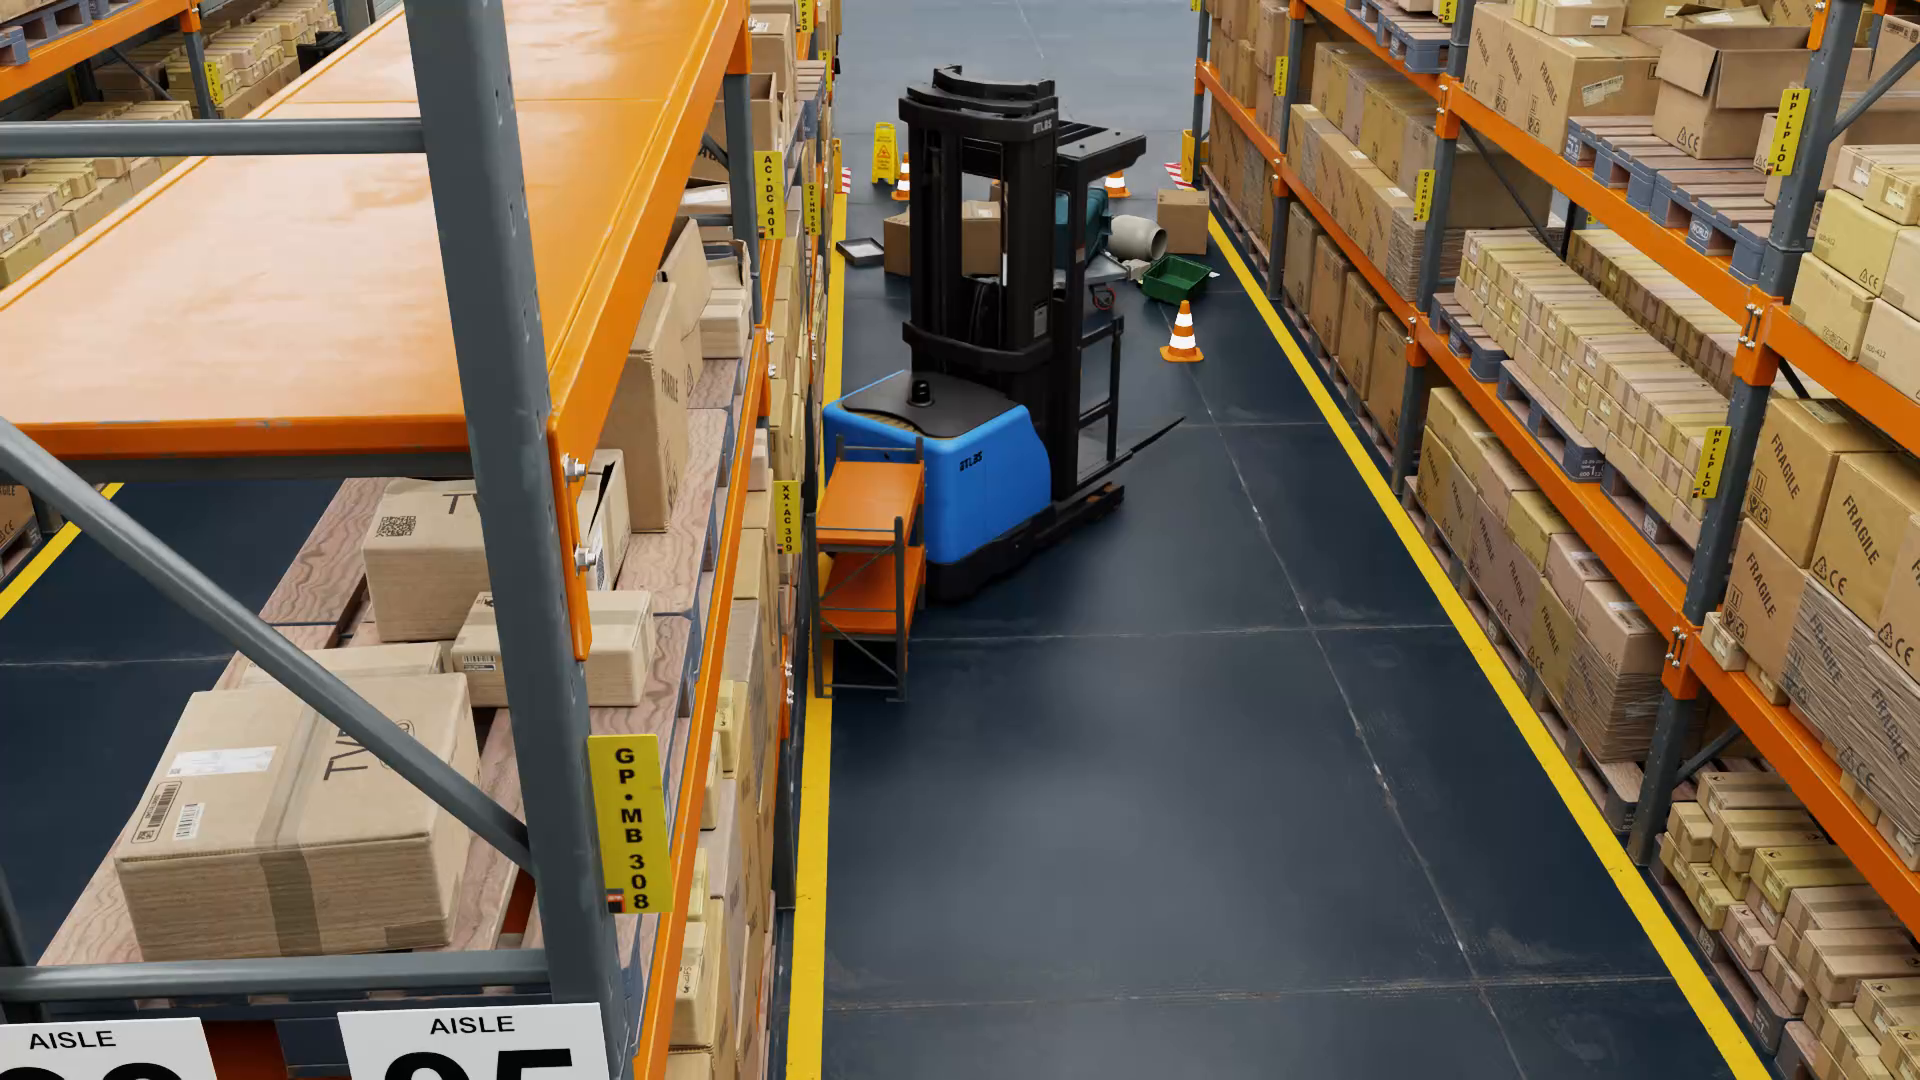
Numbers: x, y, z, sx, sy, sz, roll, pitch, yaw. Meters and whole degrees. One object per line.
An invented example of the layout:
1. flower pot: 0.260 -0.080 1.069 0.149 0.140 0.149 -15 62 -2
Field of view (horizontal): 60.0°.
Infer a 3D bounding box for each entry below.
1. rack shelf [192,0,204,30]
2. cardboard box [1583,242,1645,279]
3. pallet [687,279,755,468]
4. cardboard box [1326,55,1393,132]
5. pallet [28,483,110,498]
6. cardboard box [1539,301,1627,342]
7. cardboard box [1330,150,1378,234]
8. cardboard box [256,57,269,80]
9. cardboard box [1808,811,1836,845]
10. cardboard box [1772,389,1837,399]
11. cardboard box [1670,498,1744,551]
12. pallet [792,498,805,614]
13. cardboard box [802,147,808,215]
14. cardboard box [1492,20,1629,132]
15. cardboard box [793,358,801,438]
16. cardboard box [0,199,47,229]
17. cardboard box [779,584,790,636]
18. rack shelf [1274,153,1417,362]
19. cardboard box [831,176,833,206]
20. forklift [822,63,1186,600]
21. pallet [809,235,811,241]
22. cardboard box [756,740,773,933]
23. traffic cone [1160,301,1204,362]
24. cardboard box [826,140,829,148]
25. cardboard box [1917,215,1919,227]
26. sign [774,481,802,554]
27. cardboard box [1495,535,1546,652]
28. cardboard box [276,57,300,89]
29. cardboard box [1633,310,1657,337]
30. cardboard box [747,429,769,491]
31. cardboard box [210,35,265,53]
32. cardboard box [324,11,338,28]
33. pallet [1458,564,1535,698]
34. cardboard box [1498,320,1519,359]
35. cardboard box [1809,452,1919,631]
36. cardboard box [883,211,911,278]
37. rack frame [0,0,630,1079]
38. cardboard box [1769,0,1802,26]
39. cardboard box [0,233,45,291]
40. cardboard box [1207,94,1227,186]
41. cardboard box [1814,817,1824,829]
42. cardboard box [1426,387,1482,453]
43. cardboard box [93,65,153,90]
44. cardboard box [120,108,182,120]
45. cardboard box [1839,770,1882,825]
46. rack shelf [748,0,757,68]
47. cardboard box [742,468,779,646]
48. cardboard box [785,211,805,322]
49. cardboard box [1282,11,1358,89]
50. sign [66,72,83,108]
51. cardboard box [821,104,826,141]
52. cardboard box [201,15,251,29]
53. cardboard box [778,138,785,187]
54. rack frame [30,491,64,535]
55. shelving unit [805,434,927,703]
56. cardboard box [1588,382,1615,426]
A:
1. rack shelf: -6.730 -5.165 15.005 1.077 0.370 4.000 -1 28 -3
2. cardboard box: 3.972 -1.678 9.960 0.380 0.149 0.250 -2 28 -3
3. pallet: -1.219 -0.570 5.513 1.003 0.211 1.213 -1 28 -3
4. cardboard box: 3.330 -3.539 13.164 0.700 0.500 0.500 -2 28 -3
5. pallet: -6.421 -0.528 11.596 1.003 0.211 1.213 -1 28 -3
6. cardboard box: 3.379 -1.184 9.013 0.380 0.149 0.250 -1 28 -1
7. cardboard box: 3.105 -2.614 12.473 0.500 0.500 0.500 -1 28 -2
8. cardboard box: -6.387 -4.192 14.796 0.380 0.149 0.250 -2 28 -3
9. cardboard box: 4.021 1.260 7.459 0.380 0.149 0.250 -1 28 -2
10. cardboard box: 4.094 -0.602 7.897 0.380 0.149 0.250 -1 28 -2
11. cardboard box: 3.468 -0.077 7.533 0.380 0.149 0.250 -2 28 -4
12. pallet: -1.494 0.098 10.396 1.003 0.211 1.213 -1 28 -3
13. cardboard box: -1.287 -2.321 11.134 0.500 0.500 0.500 0 28 0
14. cardboard box: 3.275 -2.544 9.095 0.500 0.500 0.500 -1 28 -3
15. cardboard box: -1.076 -0.730 8.589 0.500 0.250 0.500 -2 28 -4
16. cardboard box: -6.194 -2.110 10.805 0.380 0.149 0.250 -1 28 -1
17. cardboard box: -1.011 0.200 7.348 0.500 0.250 0.500 -2 28 -4
18. rack shelf: 3.373 -2.275 12.709 1.077 0.370 4.000 -1 28 -3
19. cardboard box: -1.548 -3.560 16.913 0.500 0.250 0.500 -1 28 -2
20. forklift: 0.452 -1.559 10.631 1.130 2.935 3.031 20 33 33
21. pallet: -1.604 -2.333 12.248 1.003 0.211 1.213 -1 28 -3
22. cardboard box: -0.899 0.976 5.590 0.500 0.500 0.500 -2 28 -3
23. traffic cone: 1.831 -1.737 13.643 0.336 0.463 0.334 -1 28 -3
24. cardboard box: -1.422 -3.639 15.552 0.380 0.149 0.250 0 28 0
25. cardboard box: 3.511 -1.104 5.632 0.380 0.149 0.250 -2 28 -3
26. sign: -0.697 -0.090 6.720 0.100 0.325 0.005 -1 28 -3
27. cardboard box: 3.348 0.289 9.263 0.500 0.500 0.500 -2 28 -4
28. cardboard box: -6.465 -4.192 15.499 0.500 0.500 0.500 -1 28 -2
29. cardboard box: 4.014 -1.185 9.336 0.380 0.149 0.250 -2 28 -3
30. cardboard box: -0.917 -0.298 6.249 0.380 0.149 0.250 -2 28 -4
31. cardboard box: -6.493 -4.441 14.953 0.380 0.149 0.250 -1 28 -3
32. cardboard box: -6.537 -5.256 16.836 0.380 0.149 0.250 -1 28 -2
33. pallet: 3.578 0.489 9.647 1.003 0.211 1.213 -1 28 -3
34. cardboard box: 3.344 -1.161 9.612 0.380 0.149 0.250 0 28 0
35. cardboard box: 3.509 0.010 6.038 0.500 0.500 0.500 -2 28 -4
36. cardboard box: -0.366 -2.772 15.584 0.500 0.500 0.500 19 33 32
37. rack frame: -1.042 -0.470 1.982 1.000 3.000 0.127 -1 28 -3
38. cardboard box: 7.877 -4.874 15.402 0.500 0.500 0.500 -1 28 -3
39. cardboard box: -6.171 -1.749 10.544 0.500 0.250 0.500 -1 28 -3
40. cardboard box: 3.161 -4.298 17.652 0.875 0.875 0.875 -1 28 -2
41. cardboard box: 3.965 1.149 7.352 0.380 0.149 0.250 -1 28 -1
42. cardboard box: 3.272 -0.757 10.457 0.500 0.250 0.500 -3 28 -5
43. cardboard box: -6.944 -3.834 13.789 0.380 0.149 0.250 -1 28 -3
44. cardboard box: -6.355 -3.291 13.069 0.380 0.149 0.250 -2 28 -3
45. cardboard box: 3.485 0.910 6.096 0.380 0.149 0.250 -1 28 -2
46. rack shelf: -1.356 -2.745 7.554 1.077 0.370 4.000 -1 28 -3
47. cardboard box: -0.951 0.066 6.252 0.500 0.500 0.500 -2 28 -3
48. cardboard box: -1.137 -1.523 9.299 0.500 0.500 0.500 -1 28 -2
49. cardboard box: 3.284 -4.234 14.357 0.875 0.550 0.550 -1 28 -3
50. sign: -7.180 -3.635 13.516 0.100 0.325 0.005 -1 28 -3
51. cardboard box: -1.414 -3.738 14.305 0.500 0.500 0.500 -1 28 -3
52. cardboard box: -6.986 -4.902 15.836 0.380 0.149 0.250 -1 28 -1
53. cardboard box: -0.968 -1.663 7.311 0.380 0.166 0.250 -3 28 -6
54. rack frame: -6.417 -1.383 10.220 1.000 3.000 0.127 -1 28 -3
55. shelving unit: -0.503 0.141 9.326 0.538 1.125 1.048 2 28 4
56. cardboard box: 3.413 -0.692 8.391 0.380 0.149 0.250 -3 28 -5
